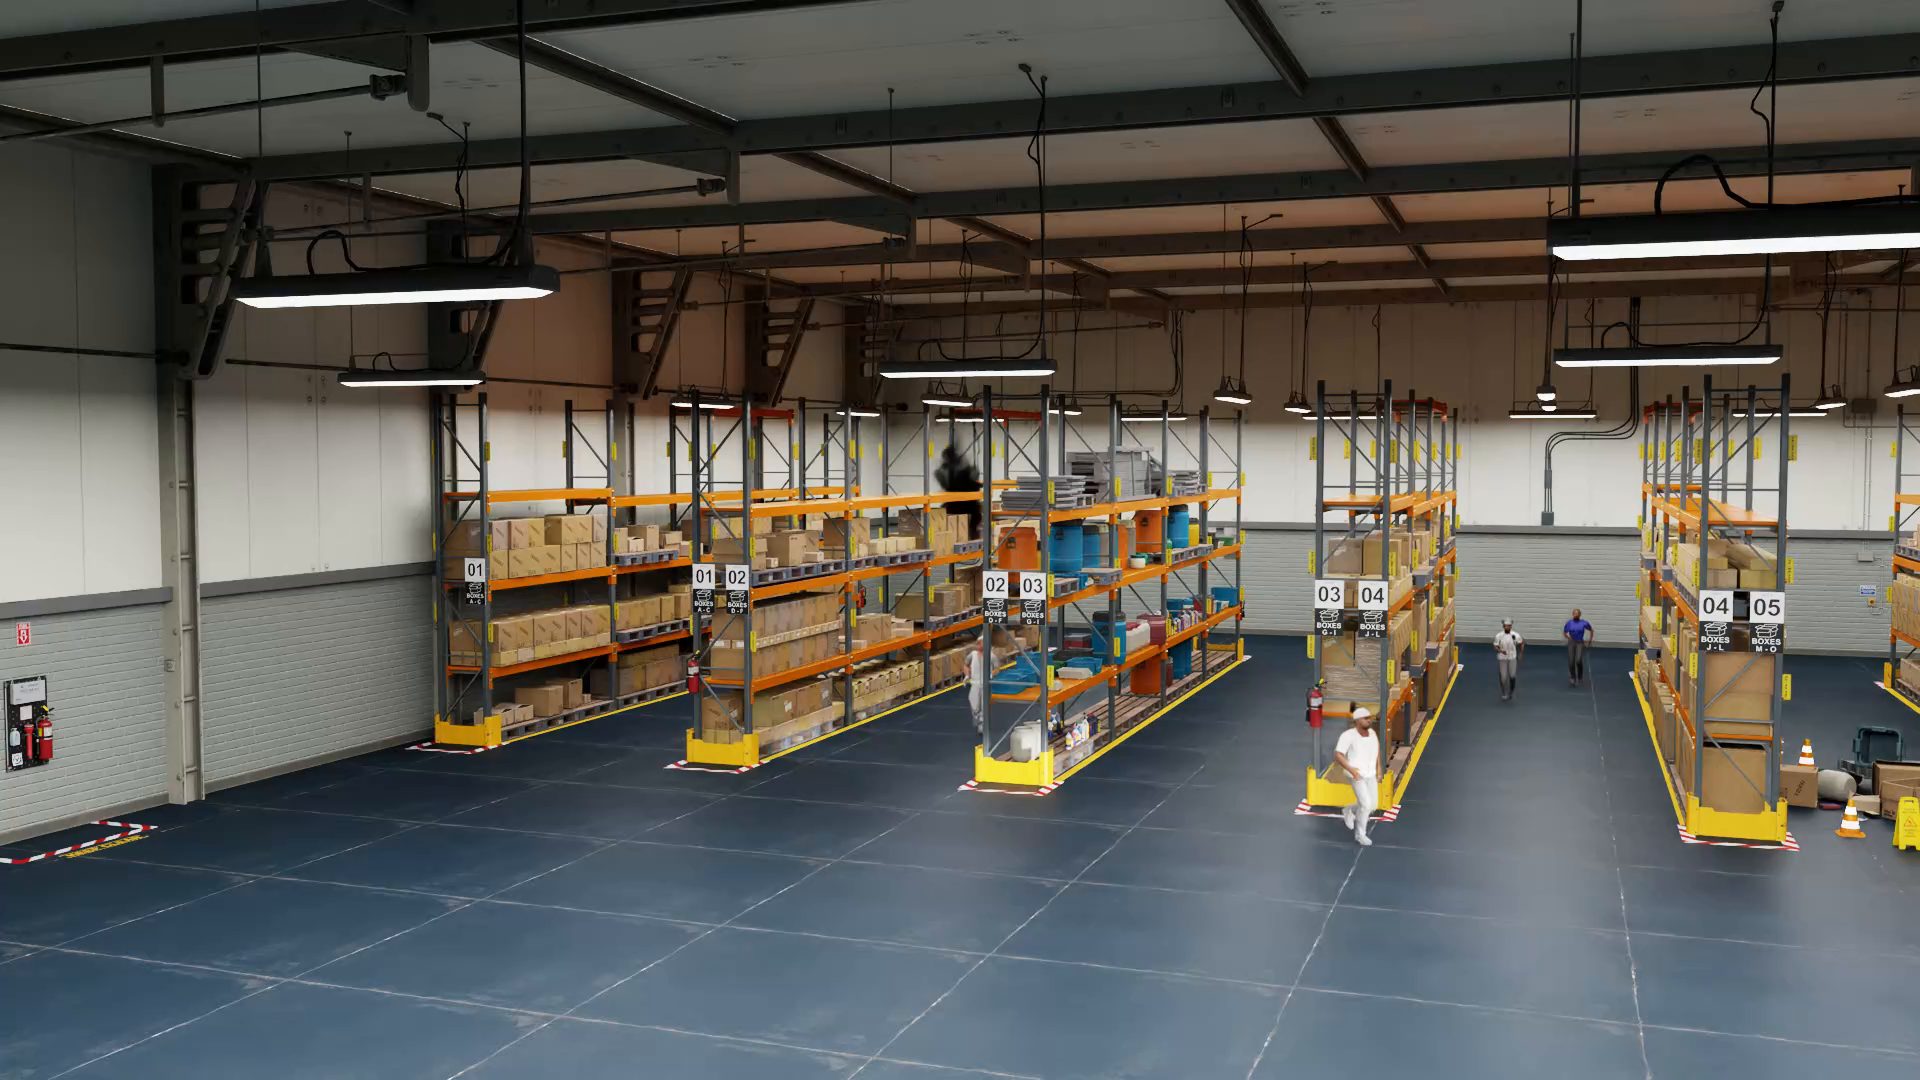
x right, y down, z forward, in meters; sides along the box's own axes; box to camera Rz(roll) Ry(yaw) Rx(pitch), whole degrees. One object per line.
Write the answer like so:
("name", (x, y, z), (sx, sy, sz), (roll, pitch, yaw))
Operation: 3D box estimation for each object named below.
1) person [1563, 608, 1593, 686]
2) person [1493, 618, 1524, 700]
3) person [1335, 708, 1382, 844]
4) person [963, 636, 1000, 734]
("person", (13.201, 2.309, 35.574), (0.598, 1.663, 0.683), (2, 3, 28))
("person", (10.968, 2.395, 33.244), (0.582, 1.640, 0.616), (1, 3, 18))
("person", (5.116, 3.006, 21.402), (0.736, 1.725, 0.633), (-2, 4, -32))
("person", (0.373, 2.567, 29.352), (0.651, 1.743, 0.585), (0, 3, 5))
